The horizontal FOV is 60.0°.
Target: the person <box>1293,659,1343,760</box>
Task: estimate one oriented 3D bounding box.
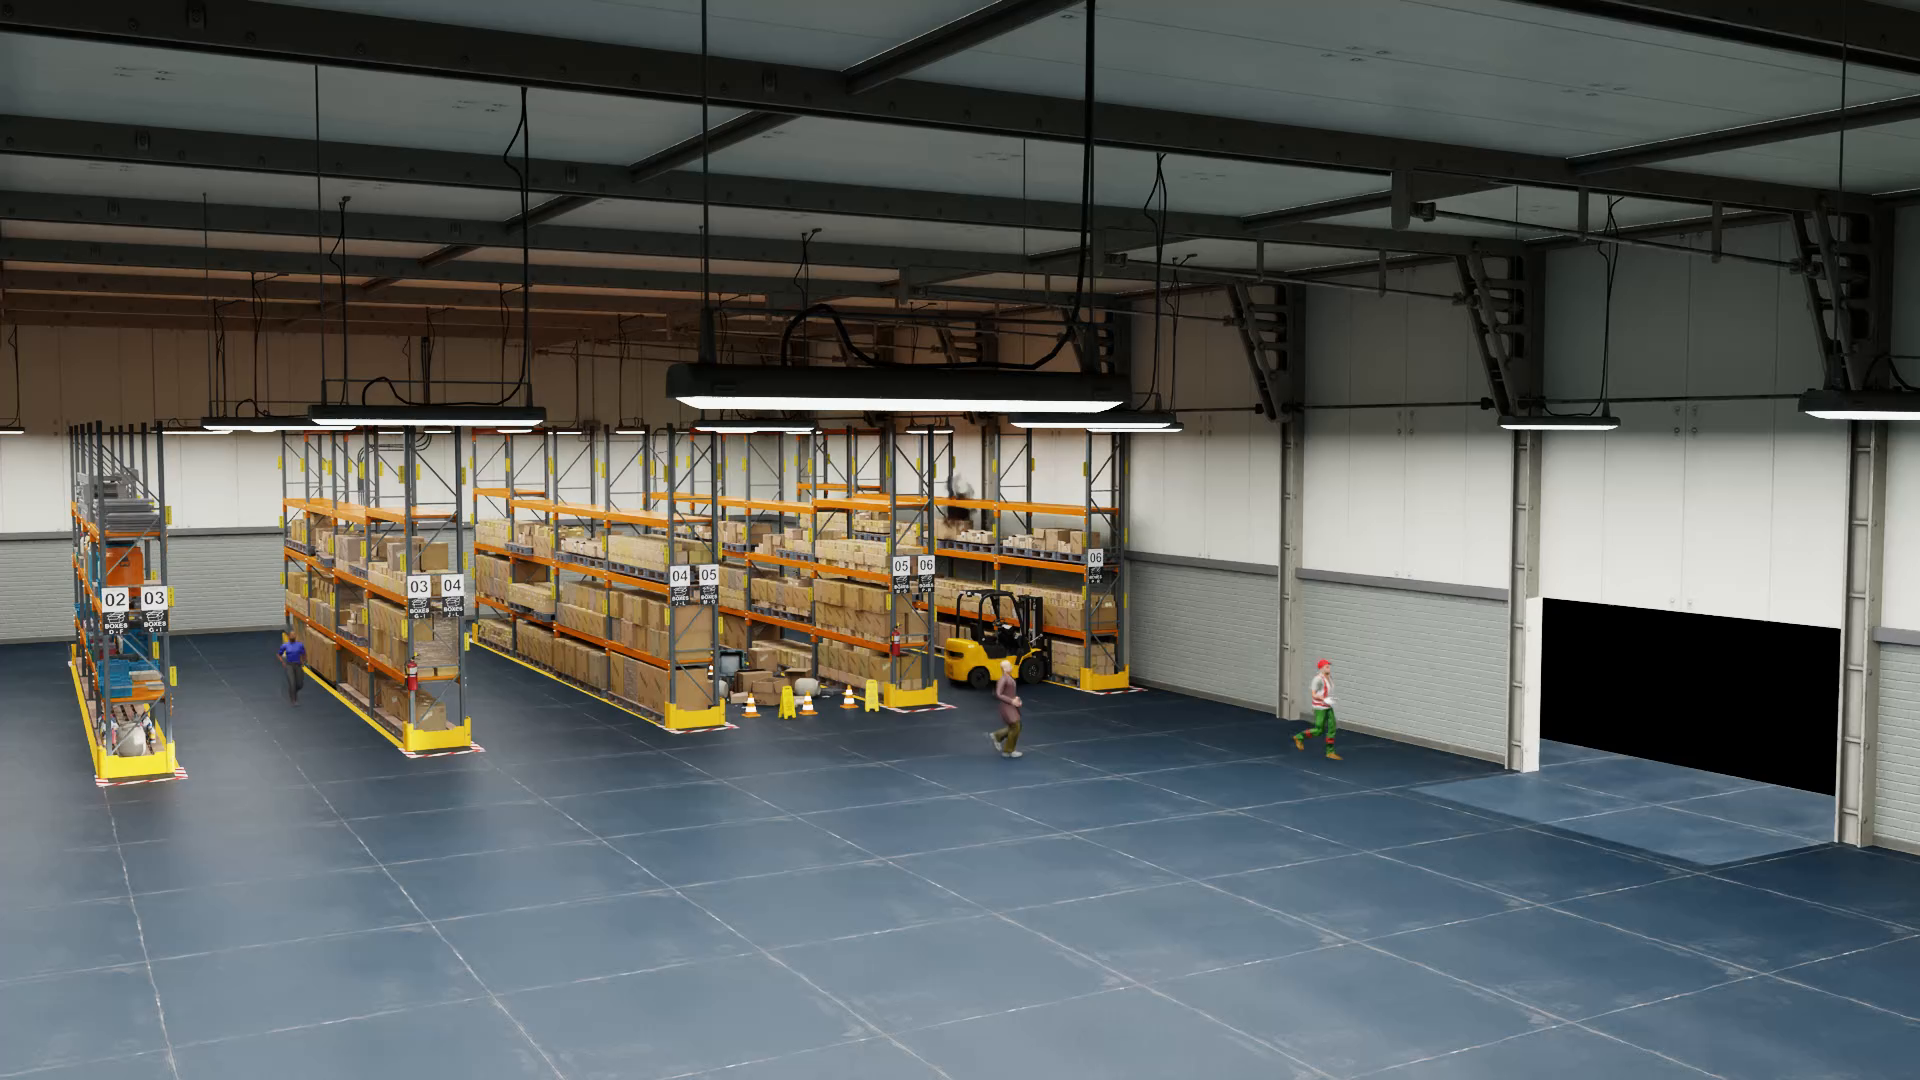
[{"bbox_3d":[6.440,3.010,29.716,0.886,1.781,0.664,3,5,40],"label":"person"}]

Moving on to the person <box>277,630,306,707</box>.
[{"bbox_3d":[-14.238,2.725,35.461,0.580,1.607,0.701,-2,4,-35],"label":"person"}]

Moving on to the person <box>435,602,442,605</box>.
[{"bbox_3d":[-14.821,2.086,46.430,0.680,1.539,0.596,1,4,13],"label":"person"}]

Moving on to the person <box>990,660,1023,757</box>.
[{"bbox_3d":[0.833,3.015,29.770,0.668,1.724,0.707,1,4,16],"label":"person"}]
